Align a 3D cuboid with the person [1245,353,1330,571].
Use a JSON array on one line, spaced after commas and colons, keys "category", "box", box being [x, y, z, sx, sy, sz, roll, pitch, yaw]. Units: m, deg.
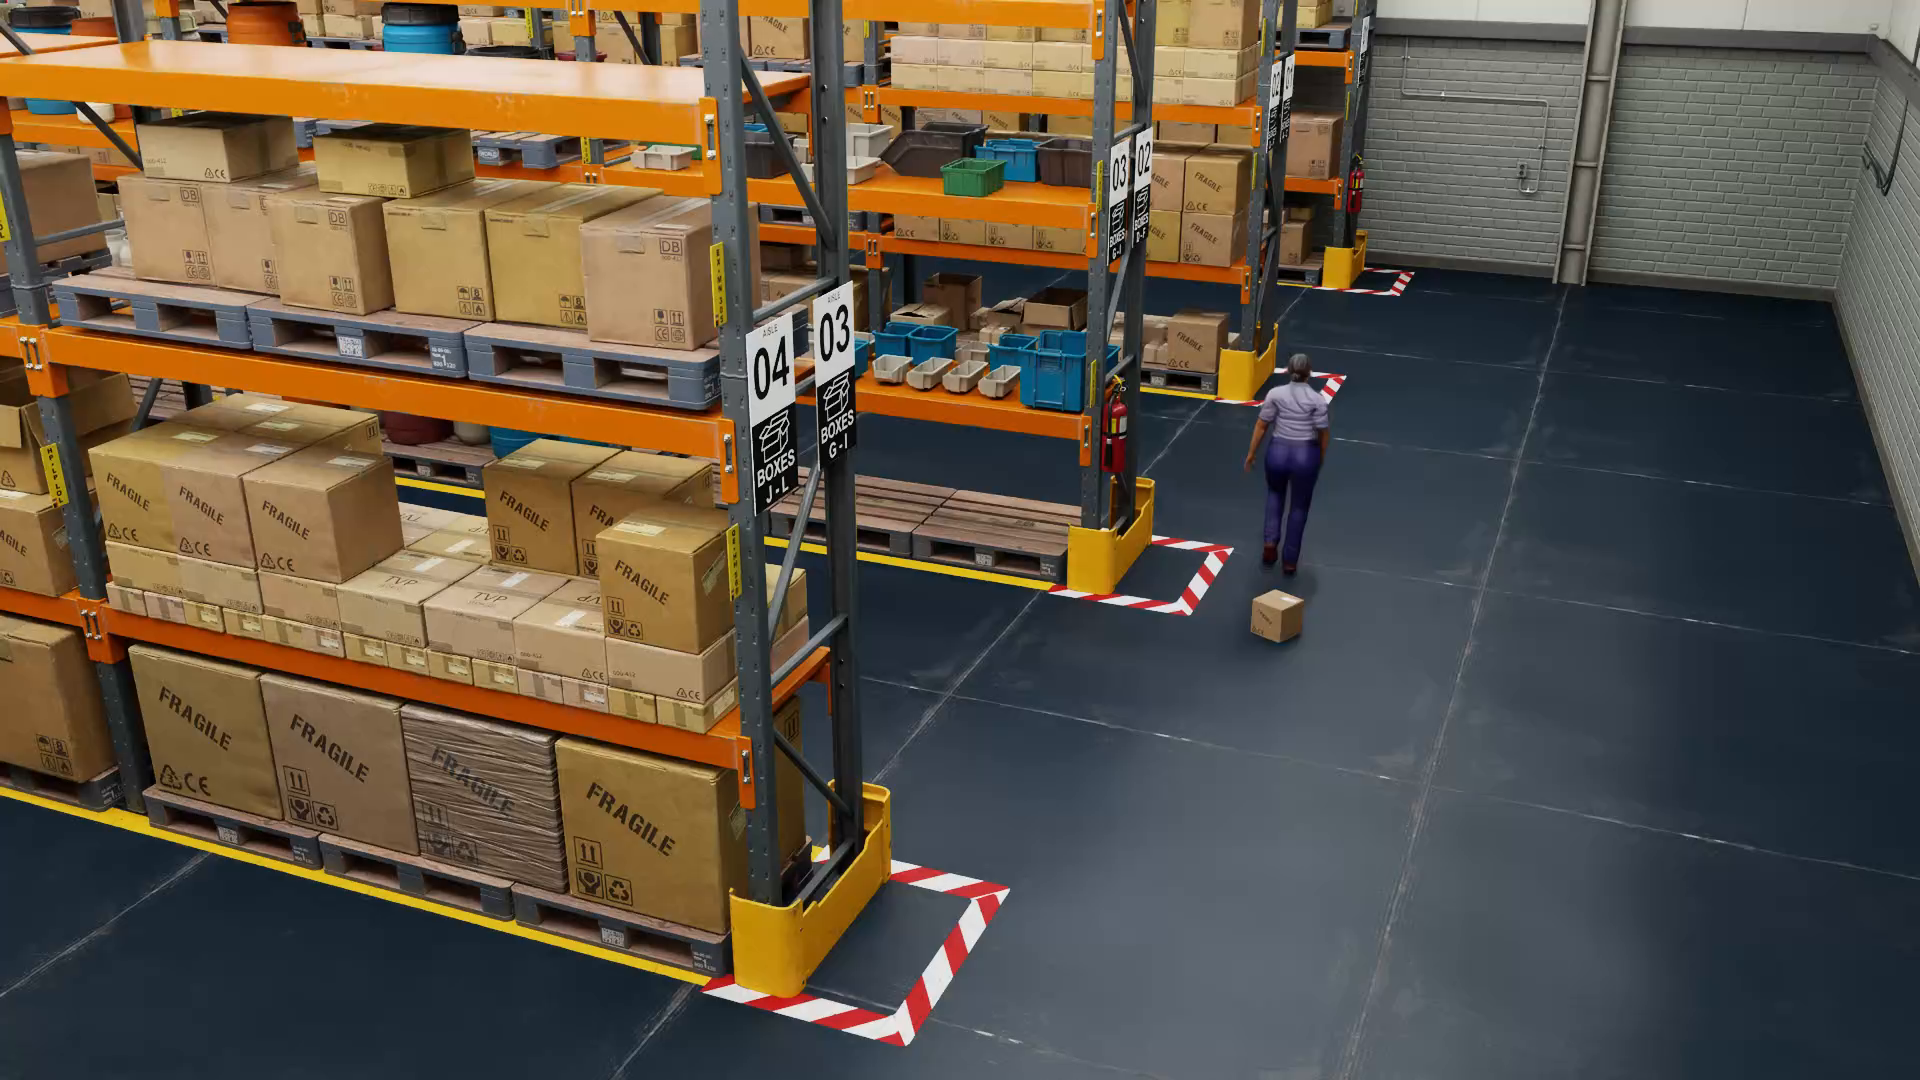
[{"category": "person", "box": [2.426, -0.583, 12.344, 0.595, 1.689, 0.453, 10, 24, 23]}]
